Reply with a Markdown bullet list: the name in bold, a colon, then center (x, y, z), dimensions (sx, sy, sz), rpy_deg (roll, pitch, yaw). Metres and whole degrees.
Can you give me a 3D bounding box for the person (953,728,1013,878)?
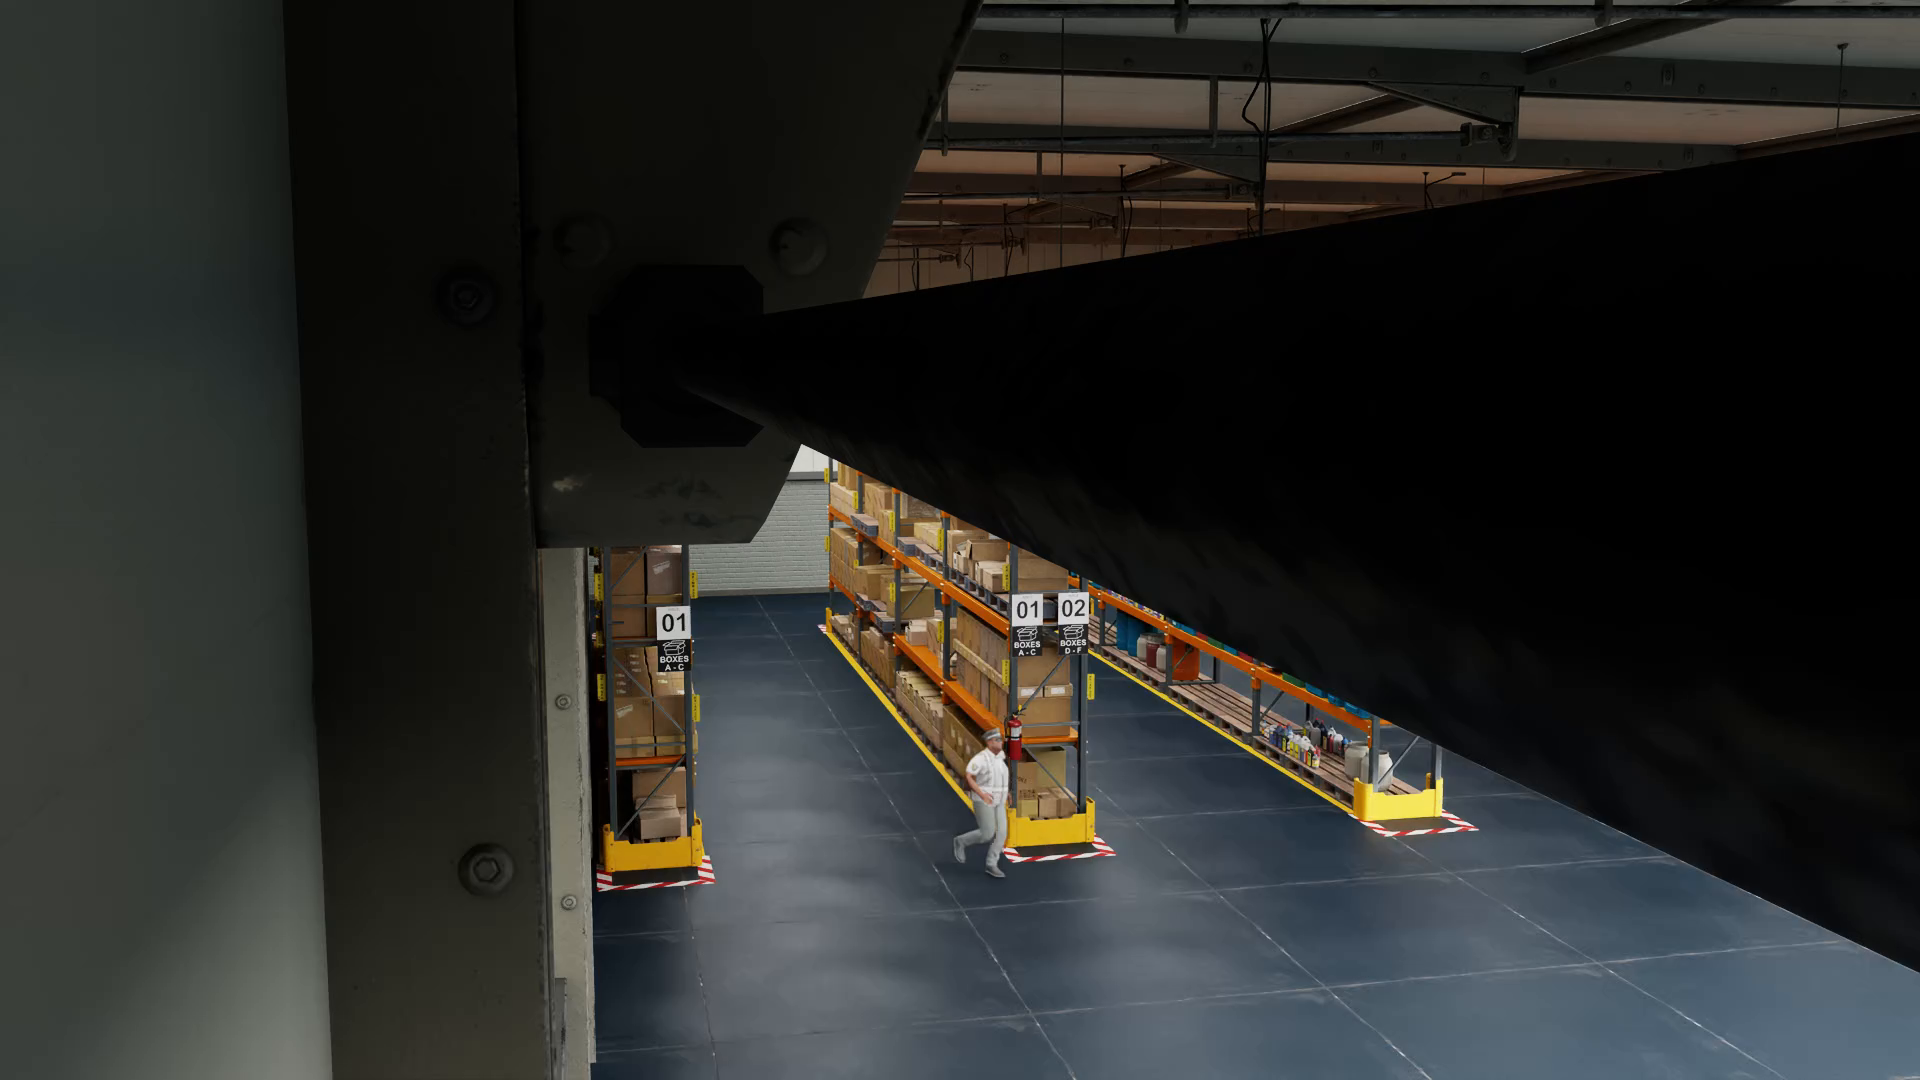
- **person**: center (0.373, 3.115, 19.997), dimensions (0.765, 1.715, 0.715), rpy_deg (6, 9, 41)
